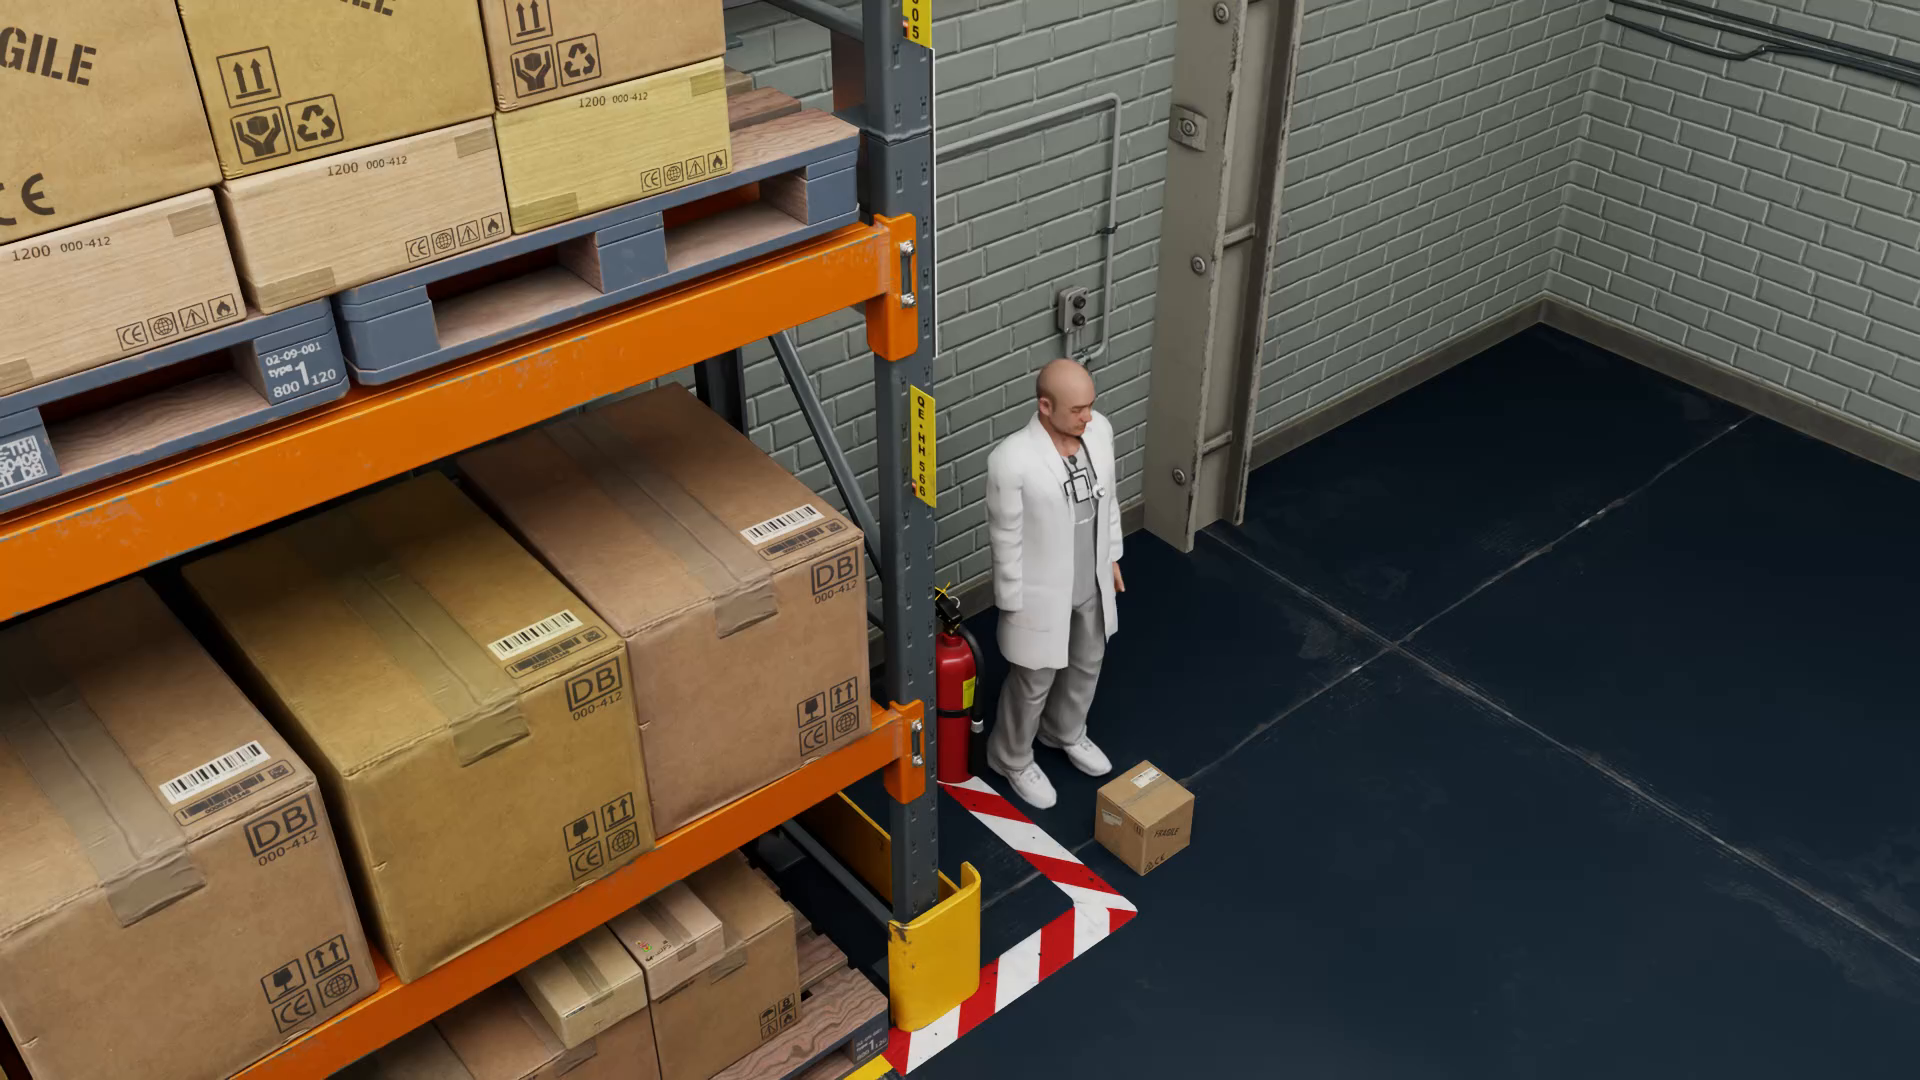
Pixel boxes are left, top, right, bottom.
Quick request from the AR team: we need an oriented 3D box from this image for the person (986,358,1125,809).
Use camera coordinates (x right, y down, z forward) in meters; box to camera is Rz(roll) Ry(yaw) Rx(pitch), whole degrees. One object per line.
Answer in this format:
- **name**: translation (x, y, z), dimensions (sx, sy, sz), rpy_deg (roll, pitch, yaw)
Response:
- **person**: translation (0.361, 0.156, 5.954), dimensions (0.562, 1.785, 0.387), rpy_deg (-25, 42, -31)
